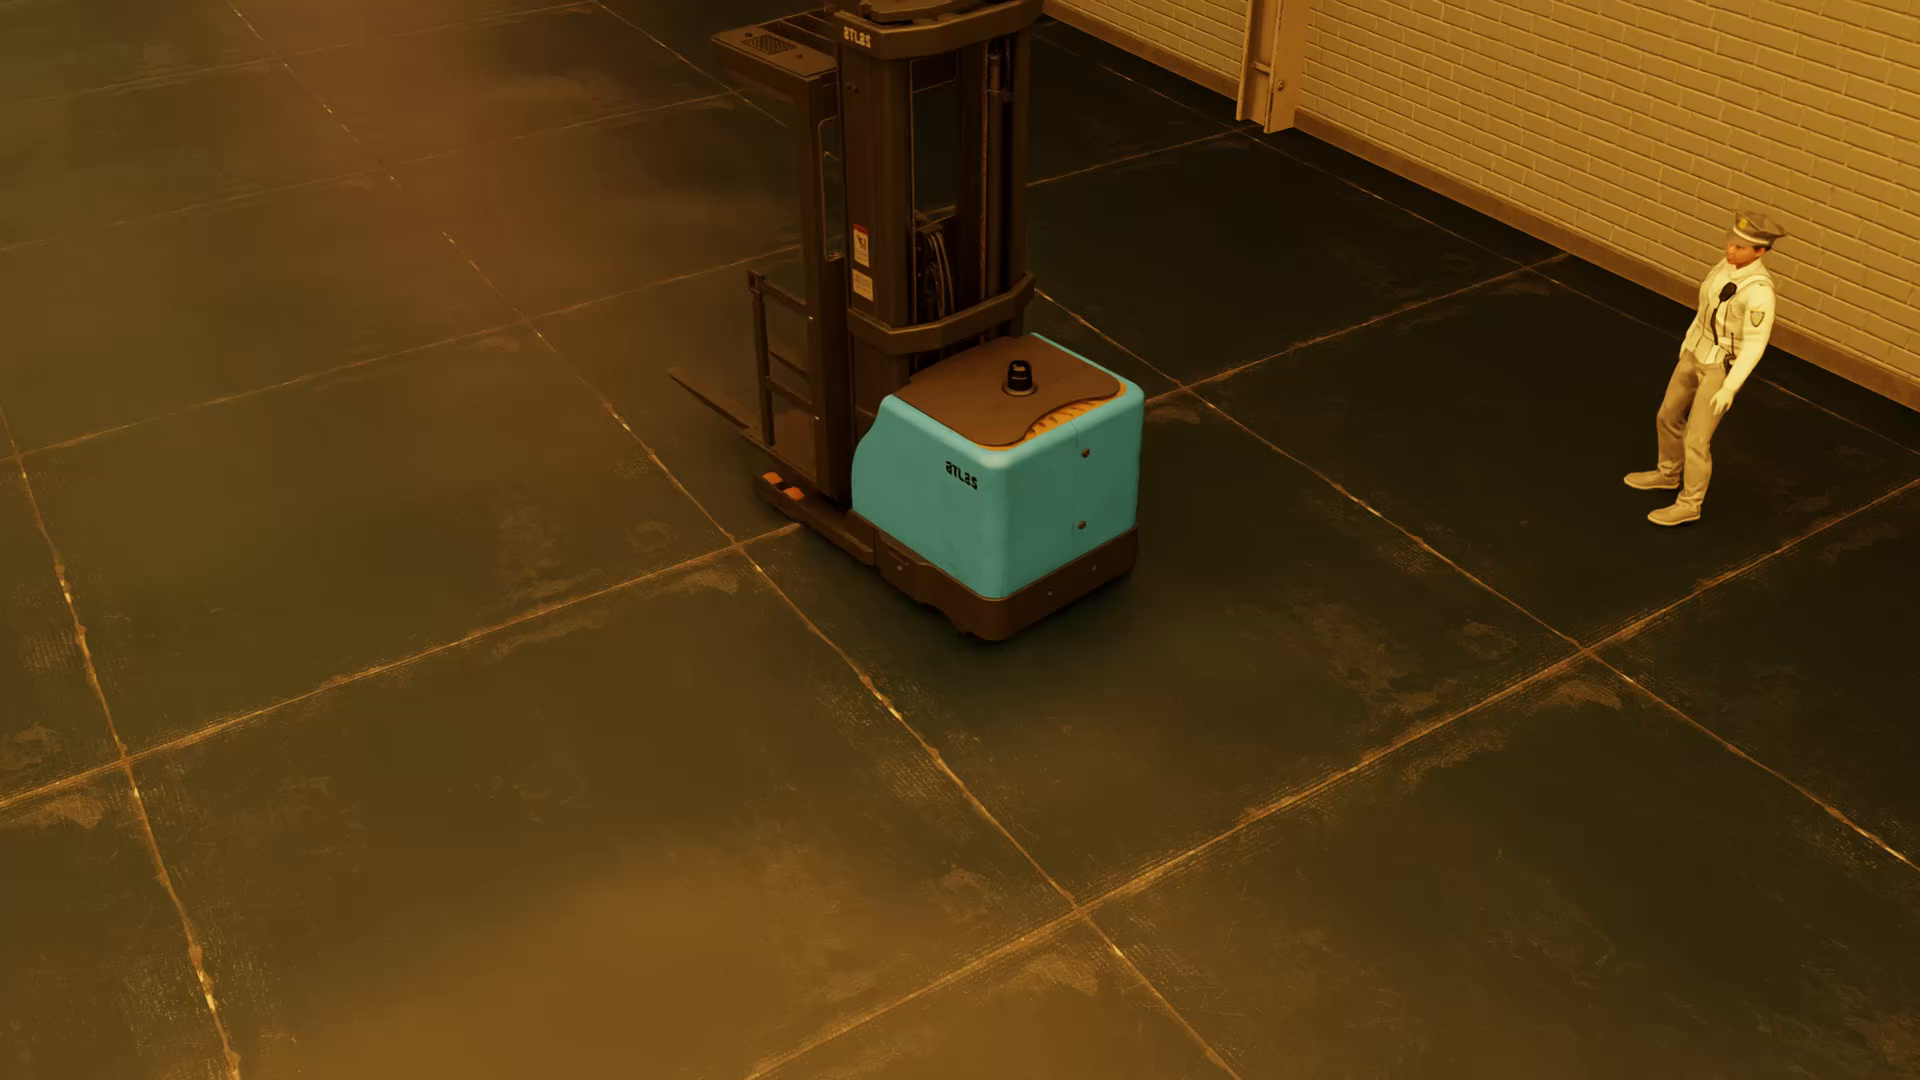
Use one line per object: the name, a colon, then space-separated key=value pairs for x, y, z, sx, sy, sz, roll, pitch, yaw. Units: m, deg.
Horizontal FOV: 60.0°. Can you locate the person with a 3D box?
person: x=3.832 y=-0.894 z=8.514 sx=0.379 sy=1.676 sz=0.632 roll=-2 pitch=35 yaw=-3

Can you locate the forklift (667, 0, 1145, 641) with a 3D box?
forklift: x=-0.462 y=-1.488 z=8.265 sx=1.130 sy=2.935 sz=3.031 roll=-27 pitch=43 yaw=-33
